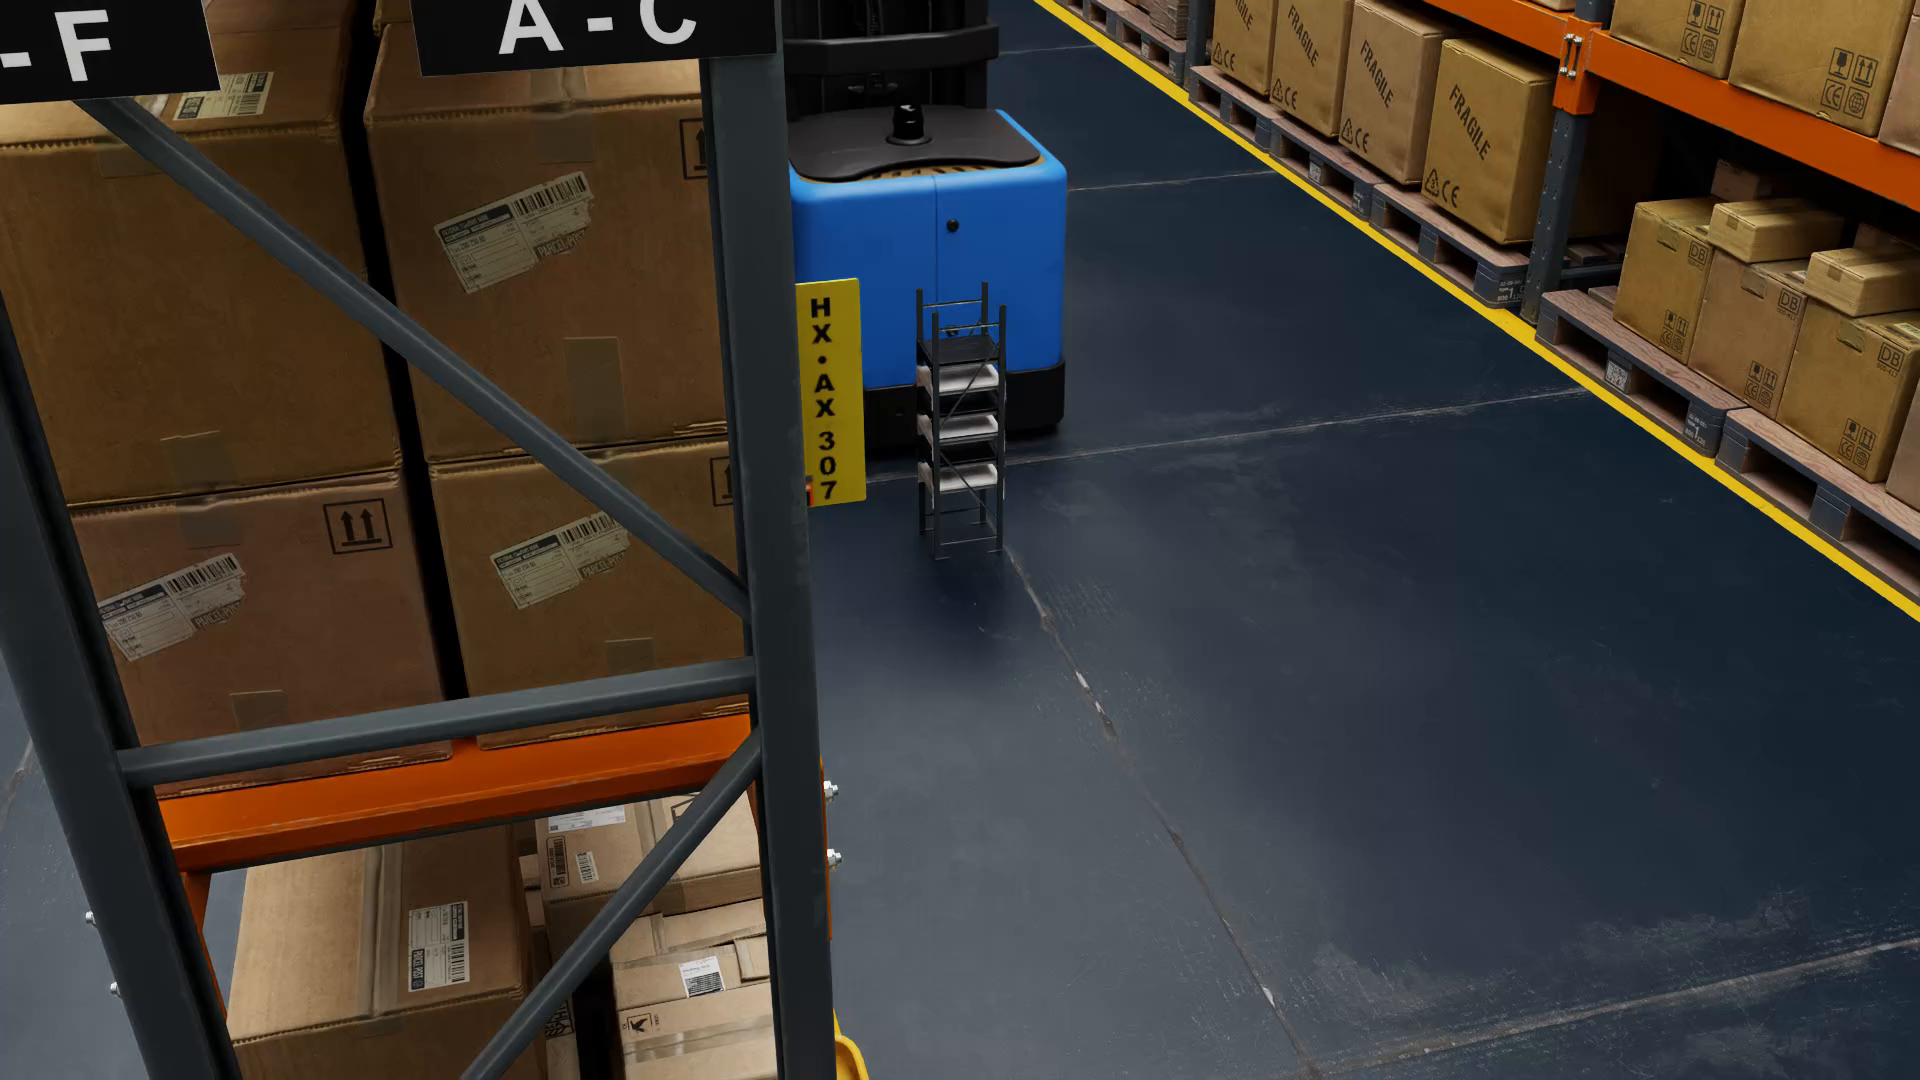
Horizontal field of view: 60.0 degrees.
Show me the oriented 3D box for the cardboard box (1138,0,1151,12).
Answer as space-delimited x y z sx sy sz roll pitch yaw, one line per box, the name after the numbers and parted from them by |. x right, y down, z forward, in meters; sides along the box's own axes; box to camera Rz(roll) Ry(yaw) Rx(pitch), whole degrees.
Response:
1.683 -3.982 11.692 0.700 0.500 0.500 -8 31 -13 | cardboard box

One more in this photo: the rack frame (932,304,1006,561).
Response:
0.029 -0.336 5.433 0.240 0.900 0.006 -8 31 -13 | rack frame

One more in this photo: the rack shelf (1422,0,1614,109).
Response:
2.480 -2.991 8.642 1.077 0.370 4.000 -8 31 -13 | rack shelf

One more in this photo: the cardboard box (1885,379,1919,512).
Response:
3.524 -0.314 5.374 0.700 0.500 0.500 -9 31 -15 | cardboard box

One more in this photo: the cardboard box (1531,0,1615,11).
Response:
2.648 -2.362 7.068 0.380 0.149 0.250 -8 31 -13 | cardboard box

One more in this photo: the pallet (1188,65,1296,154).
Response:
2.086 -2.671 10.154 1.003 0.211 1.213 -8 31 -13 | pallet

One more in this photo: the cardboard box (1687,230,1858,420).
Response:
3.241 -0.819 6.246 0.700 0.500 0.500 -8 31 -14 | cardboard box

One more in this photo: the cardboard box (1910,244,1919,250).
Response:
3.542 -0.935 5.800 0.380 0.149 0.250 -8 31 -13 | cardboard box

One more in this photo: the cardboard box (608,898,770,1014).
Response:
-0.548 0.923 3.550 0.380 0.166 0.250 -8 31 -13 | cardboard box

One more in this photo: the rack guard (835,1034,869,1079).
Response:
-0.722 1.301 3.003 1.175 0.500 0.348 -8 31 -13 | rack guard

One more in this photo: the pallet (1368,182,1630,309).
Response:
2.734 -1.492 8.118 1.003 0.211 1.213 -8 31 -13 | pallet

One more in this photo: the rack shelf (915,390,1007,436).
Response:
0.002 -0.435 5.489 0.258 0.077 0.200 -8 31 -13 | rack shelf

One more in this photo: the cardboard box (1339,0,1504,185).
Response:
2.474 -2.313 8.479 0.750 0.750 0.750 -7 31 -12 | cardboard box

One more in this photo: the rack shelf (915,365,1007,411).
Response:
0.002 -0.512 5.444 0.258 0.077 0.200 -8 31 -13 | rack shelf

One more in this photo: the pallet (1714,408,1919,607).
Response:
3.465 -0.162 5.819 1.003 0.211 1.213 -8 31 -13 | pallet

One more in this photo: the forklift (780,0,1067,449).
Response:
-0.492 -2.312 6.819 1.130 2.935 3.031 -8 31 -14 | forklift

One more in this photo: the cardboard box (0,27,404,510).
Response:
-1.086 -0.399 2.346 0.500 0.500 0.500 -8 31 -14 | cardboard box

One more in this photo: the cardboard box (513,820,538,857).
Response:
-1.307 0.563 4.089 0.500 0.250 0.500 -8 31 -13 | cardboard box

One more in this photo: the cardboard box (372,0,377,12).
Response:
-1.363 -0.892 3.199 0.500 0.500 0.500 -7 31 -12 | cardboard box

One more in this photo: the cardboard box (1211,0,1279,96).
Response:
2.018 -3.147 9.920 0.750 0.750 0.750 -8 31 -14 | cardboard box

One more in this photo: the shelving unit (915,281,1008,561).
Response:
0.002 -0.386 5.518 0.258 0.900 0.210 -8 31 -13 | shelving unit

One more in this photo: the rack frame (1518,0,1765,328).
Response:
3.011 -2.337 6.793 1.000 3.000 0.127 -8 31 -13 | rack frame

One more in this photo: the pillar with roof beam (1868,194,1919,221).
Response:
-0.120 -4.138 3.915 9.100 9.000 0.400 -8 31 -13 | pillar with roof beam

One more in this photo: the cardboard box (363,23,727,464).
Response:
-0.566 -0.470 2.469 0.500 0.500 0.500 -7 31 -12 | cardboard box

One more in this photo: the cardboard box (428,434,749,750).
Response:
-0.566 -0.037 2.720 0.500 0.500 0.500 -7 31 -12 | cardboard box

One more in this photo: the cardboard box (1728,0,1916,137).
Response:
3.328 -1.849 5.651 0.980 0.700 0.700 -9 31 -15 | cardboard box

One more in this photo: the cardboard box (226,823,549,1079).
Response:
-1.084 0.917 3.227 0.500 0.500 0.500 -8 31 -13 | cardboard box

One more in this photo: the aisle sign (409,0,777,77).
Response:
-0.401 -0.875 1.673 0.394 0.787 0.004 -8 31 -13 | aisle sign

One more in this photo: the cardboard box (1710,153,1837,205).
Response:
3.264 -1.439 6.670 0.380 0.149 0.250 -8 31 -14 | cardboard box

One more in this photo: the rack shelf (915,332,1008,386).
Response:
0.002 -0.590 5.399 0.258 0.077 0.200 -8 31 -13 | rack shelf

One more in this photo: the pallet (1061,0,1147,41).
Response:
1.423 -4.027 12.497 1.003 0.211 1.213 -8 31 -13 | pallet

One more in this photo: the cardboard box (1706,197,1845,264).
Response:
3.026 -1.153 6.176 0.380 0.149 0.250 -7 31 -12 | cardboard box
